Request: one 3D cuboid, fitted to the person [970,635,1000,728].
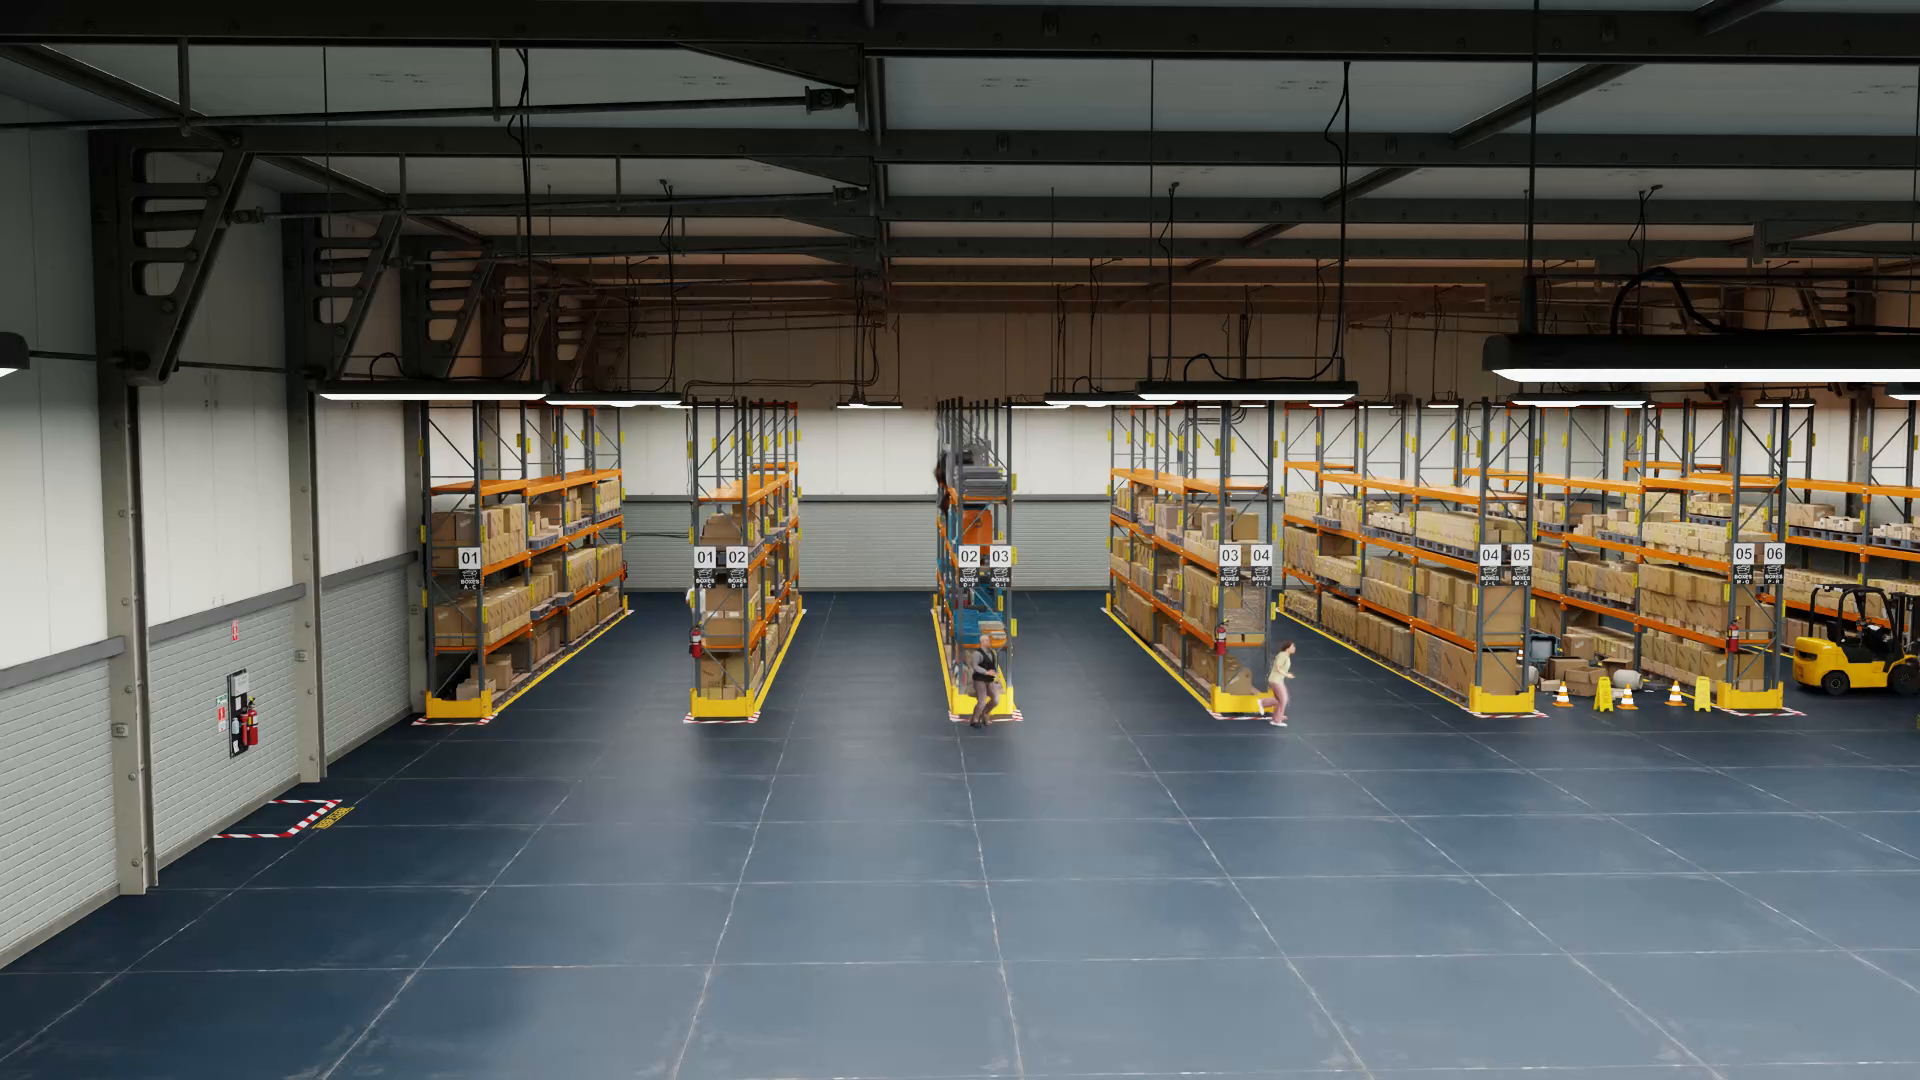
[{"bbox_3d":[0.486,2.560,30.009,0.647,1.703,0.688,4,6,42],"label":"person"}]

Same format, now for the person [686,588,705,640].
[{"bbox_3d":[-6.291,1.749,40.306,0.714,1.733,0.791,0,4,-6],"label":"person"}]

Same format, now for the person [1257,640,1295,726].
[{"bbox_3d":[5.751,2.608,30.276,0.697,1.599,0.573,2,5,23],"label":"person"}]
